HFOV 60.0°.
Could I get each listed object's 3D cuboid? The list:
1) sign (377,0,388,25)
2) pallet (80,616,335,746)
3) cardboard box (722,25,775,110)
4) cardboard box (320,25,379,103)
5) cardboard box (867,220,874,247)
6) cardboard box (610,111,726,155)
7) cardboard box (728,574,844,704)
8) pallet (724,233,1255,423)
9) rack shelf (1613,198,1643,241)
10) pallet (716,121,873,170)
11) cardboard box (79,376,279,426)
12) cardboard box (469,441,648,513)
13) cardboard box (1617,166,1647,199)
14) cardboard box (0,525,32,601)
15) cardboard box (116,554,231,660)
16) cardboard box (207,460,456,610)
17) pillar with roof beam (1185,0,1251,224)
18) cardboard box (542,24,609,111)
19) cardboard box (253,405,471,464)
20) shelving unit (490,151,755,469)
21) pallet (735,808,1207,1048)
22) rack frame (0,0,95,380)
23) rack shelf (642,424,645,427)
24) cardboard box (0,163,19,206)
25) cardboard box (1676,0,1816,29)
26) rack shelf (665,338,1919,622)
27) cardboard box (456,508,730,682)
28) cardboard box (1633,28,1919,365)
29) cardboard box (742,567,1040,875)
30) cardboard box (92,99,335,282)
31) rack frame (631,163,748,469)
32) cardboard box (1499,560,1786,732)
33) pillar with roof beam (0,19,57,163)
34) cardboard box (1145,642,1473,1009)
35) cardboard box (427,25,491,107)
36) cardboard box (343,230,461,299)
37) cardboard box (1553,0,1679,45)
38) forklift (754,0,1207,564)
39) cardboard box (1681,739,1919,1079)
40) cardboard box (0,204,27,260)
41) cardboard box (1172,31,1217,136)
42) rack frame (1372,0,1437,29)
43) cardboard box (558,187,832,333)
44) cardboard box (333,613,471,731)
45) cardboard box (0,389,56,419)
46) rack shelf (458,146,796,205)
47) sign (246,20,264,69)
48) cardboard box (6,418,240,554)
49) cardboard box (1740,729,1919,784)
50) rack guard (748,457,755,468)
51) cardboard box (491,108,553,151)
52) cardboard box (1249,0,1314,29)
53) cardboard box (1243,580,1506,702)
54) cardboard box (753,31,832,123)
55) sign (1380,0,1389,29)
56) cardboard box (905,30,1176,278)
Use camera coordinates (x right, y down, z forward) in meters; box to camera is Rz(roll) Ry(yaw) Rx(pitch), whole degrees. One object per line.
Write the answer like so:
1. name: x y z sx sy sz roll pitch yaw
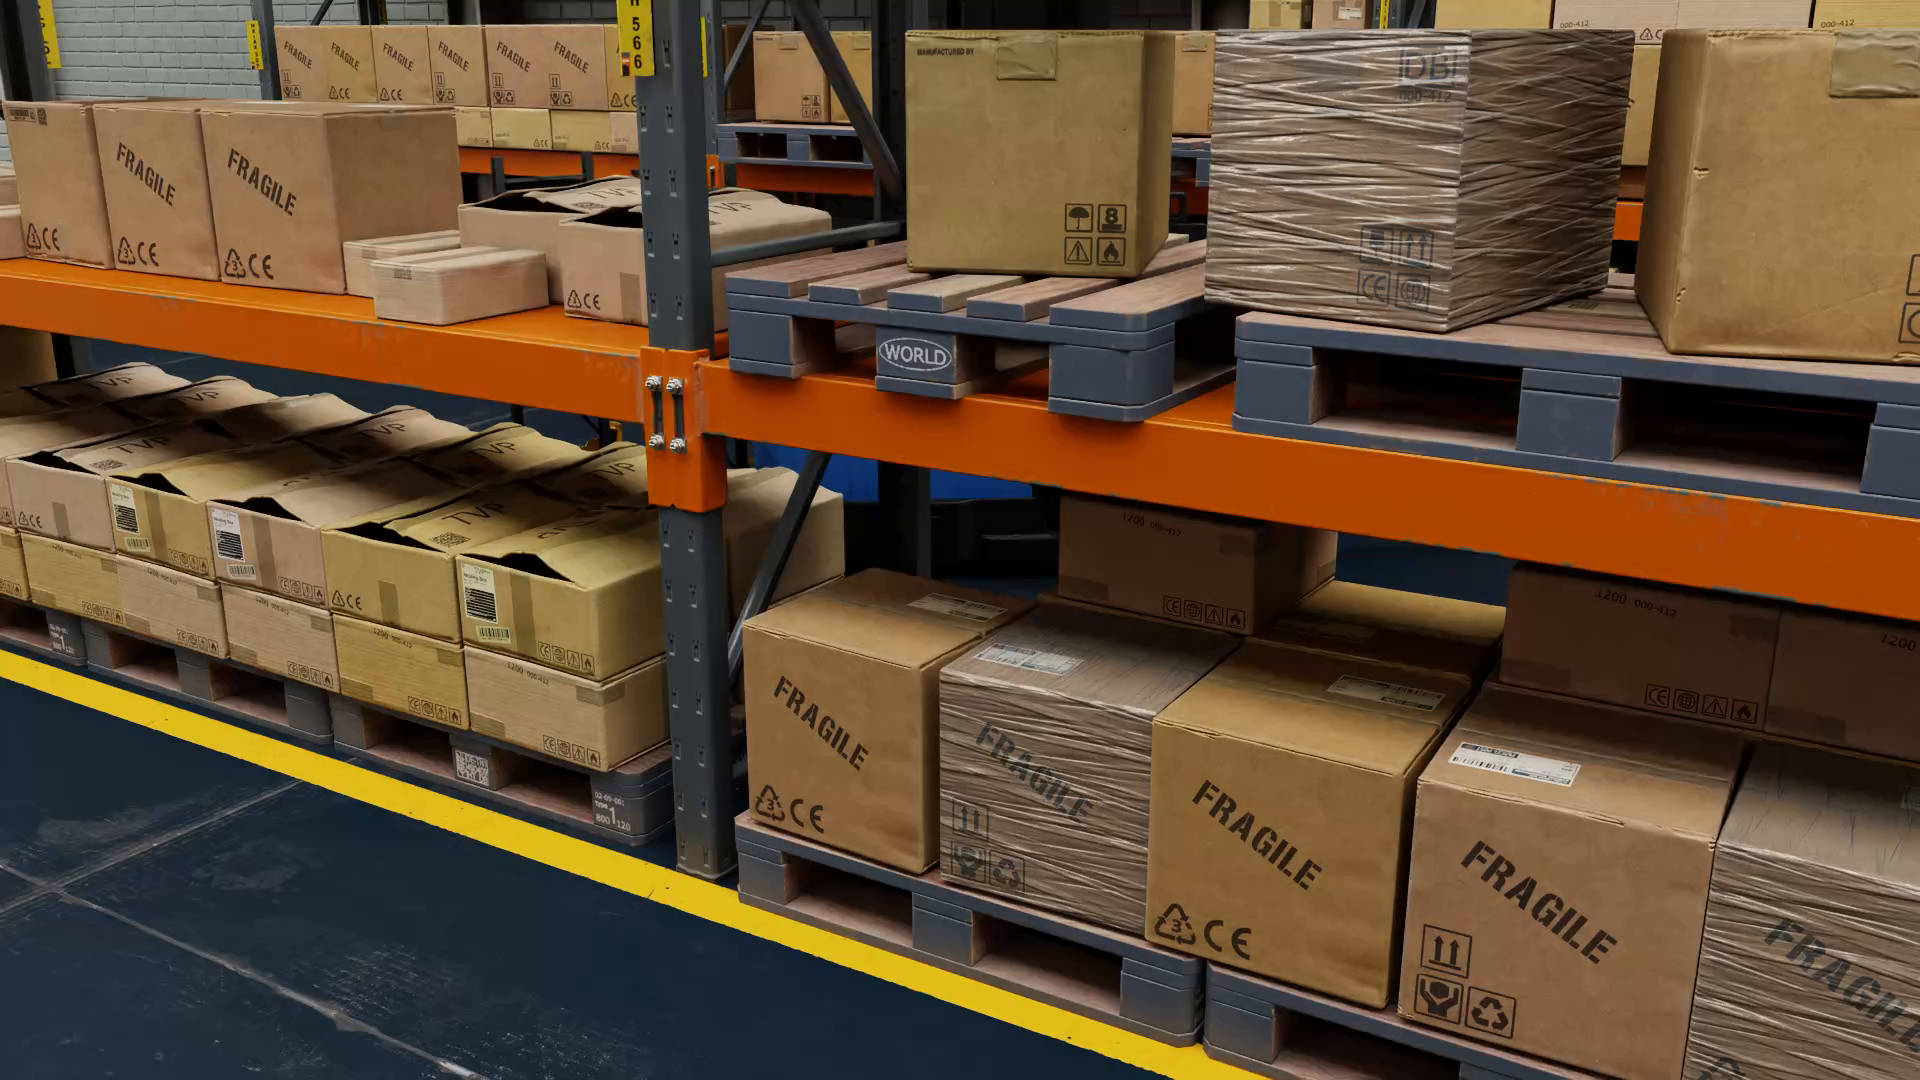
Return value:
1. sign: -4.314 -4.005 12.370 0.005 0.325 0.100 10 20 30
2. pallet: -2.110 0.292 5.556 1.213 0.211 1.003 10 20 30
3. cardboard box: -1.504 -2.977 10.454 0.500 0.500 0.500 10 19 29
4. cardboard box: -3.956 -3.237 11.312 0.500 0.500 0.500 10 20 30
5. cardboard box: -0.200 -1.756 9.756 0.500 0.250 0.500 10 19 29
6. cardboard box: -1.775 -2.492 10.147 0.500 0.250 0.500 10 20 30
7. cardboard box: -0.686 0.241 4.935 0.500 0.250 0.500 10 20 30
8. pallet: 0.221 -0.544 3.840 1.003 0.211 1.213 10 20 30
9. rack shelf: 3.900 -1.300 7.239 4.000 0.370 1.077 10 20 30
10. pallet: -0.638 -2.313 9.665 1.213 0.211 1.003 10 20 30
11. cardboard box: -2.860 -0.415 6.130 0.500 0.311 0.500 11 20 32
12. cardboard box: -1.138 -0.105 5.110 0.500 0.311 0.500 10 19 29
13. cardboard box: 3.026 -1.621 7.455 0.250 0.149 0.380 10 20 30
14. cardboard box: -3.153 -0.014 5.775 0.500 0.250 0.500 11 20 31
15. cardboard box: -2.277 0.142 5.263 0.500 0.250 0.500 11 20 31
16. cardboard box: -1.844 -0.048 4.923 0.500 0.311 0.500 10 20 30
17. pillar with roof beam: -0.712 -4.165 5.110 0.400 9.000 9.100 10 20 30
18. cardboard box: -2.206 -2.924 10.278 0.500 0.500 0.500 10 20 30
19. cardboard box: -2.010 -0.261 5.624 0.500 0.311 0.500 10 19 29
20. shelving unit: -1.455 -0.869 7.162 1.083 1.500 0.587 16 23 41
21. pallet: 0.223 0.736 4.095 1.213 0.211 1.003 10 20 30
22. rack frame: -3.802 -1.330 6.098 0.127 3.000 1.000 10 20 30
23. rack shelf: -1.461 -0.699 7.221 1.000 0.185 0.538 16 23 41
24. cardboard box: -3.360 -1.194 5.909 0.500 0.250 0.500 12 20 33
25. cardboard box: 3.334 -2.218 7.013 0.500 0.250 0.500 10 20 30
26. rack shelf: 1.311 -0.073 3.198 4.000 0.370 1.077 10 20 30
27. cardboard box: -0.969 0.106 4.413 0.500 0.311 0.500 11 20 31
28. cardboard box: 1.477 -0.615 2.851 0.500 0.500 0.700 5 18 16
29. cardboard box: -0.155 0.404 3.933 0.500 0.500 0.500 11 20 32
30. cardboard box: -2.281 -1.100 5.171 0.500 0.500 0.500 10 20 30
31. rack frame: -1.094 -0.769 6.832 0.032 1.500 0.500 16 23 41
32. cardboard box: 1.450 0.152 3.475 0.500 0.250 0.500 10 19 29
33. pillar with roof beam: -10.938 -5.990 11.119 0.400 9.000 9.100 10 20 30
34. cardboard box: 0.719 0.560 3.420 0.500 0.500 0.500 10 19 29
35. cardboard box: -3.073 -3.082 10.799 0.500 0.500 0.500 11 20 32
36. cardboard box: -1.510 -0.781 4.724 0.250 0.149 0.380 12 21 34
37. cardboard box: 2.906 -2.293 7.260 0.500 0.250 0.500 10 19 29
38. forklift: 0.680 -1.427 6.537 3.031 2.935 1.130 -1 17 -5
39. cardboard box: 1.600 0.715 2.910 0.500 0.500 0.500 10 20 31
40. cardboard box: -3.154 -1.024 5.524 0.250 0.149 0.380 10 20 30
41. cardboard box: 1.300 -2.354 8.542 0.500 0.500 0.700 8 19 25
42. rack frame: 2.196 -1.949 8.136 0.127 3.000 1.000 10 20 30
43. cardboard box: -0.681 -0.745 4.325 0.500 0.311 0.500 12 20 33
44. cardboard box: -1.411 0.296 4.753 0.500 0.250 0.500 10 19 29
45. cardboard box: -3.580 -0.359 5.945 0.500 0.311 0.500 10 20 30
46. rack shelf: -2.917 -2.517 11.245 4.000 0.370 1.077 10 20 30
47. sign: -4.905 -3.445 11.573 0.005 0.325 0.100 10 20 30
48. cardboard box: -2.715 -0.203 5.432 0.500 0.311 0.500 9 19 28
49. cardboard box: 1.848 0.583 3.346 0.500 0.500 0.500 10 20 31
50. rack guard: -1.095 -0.171 7.015 0.087 0.250 0.587 16 23 41
51. cardboard box: -2.632 -2.642 10.643 0.500 0.250 0.500 10 20 30
52. cardboard box: 1.604 -2.608 8.260 0.250 0.149 0.380 7 18 21
53. cardboard box: 0.967 0.427 3.858 0.500 0.500 0.500 9 19 28
54. cardboard box: -0.797 -2.730 9.777 0.500 0.500 0.700 10 20 30
55. sign: 1.920 -2.329 7.532 0.005 0.325 0.100 10 20 30
56. cardboard box: 0.202 -0.902 3.796 0.500 0.500 0.700 4 17 12
